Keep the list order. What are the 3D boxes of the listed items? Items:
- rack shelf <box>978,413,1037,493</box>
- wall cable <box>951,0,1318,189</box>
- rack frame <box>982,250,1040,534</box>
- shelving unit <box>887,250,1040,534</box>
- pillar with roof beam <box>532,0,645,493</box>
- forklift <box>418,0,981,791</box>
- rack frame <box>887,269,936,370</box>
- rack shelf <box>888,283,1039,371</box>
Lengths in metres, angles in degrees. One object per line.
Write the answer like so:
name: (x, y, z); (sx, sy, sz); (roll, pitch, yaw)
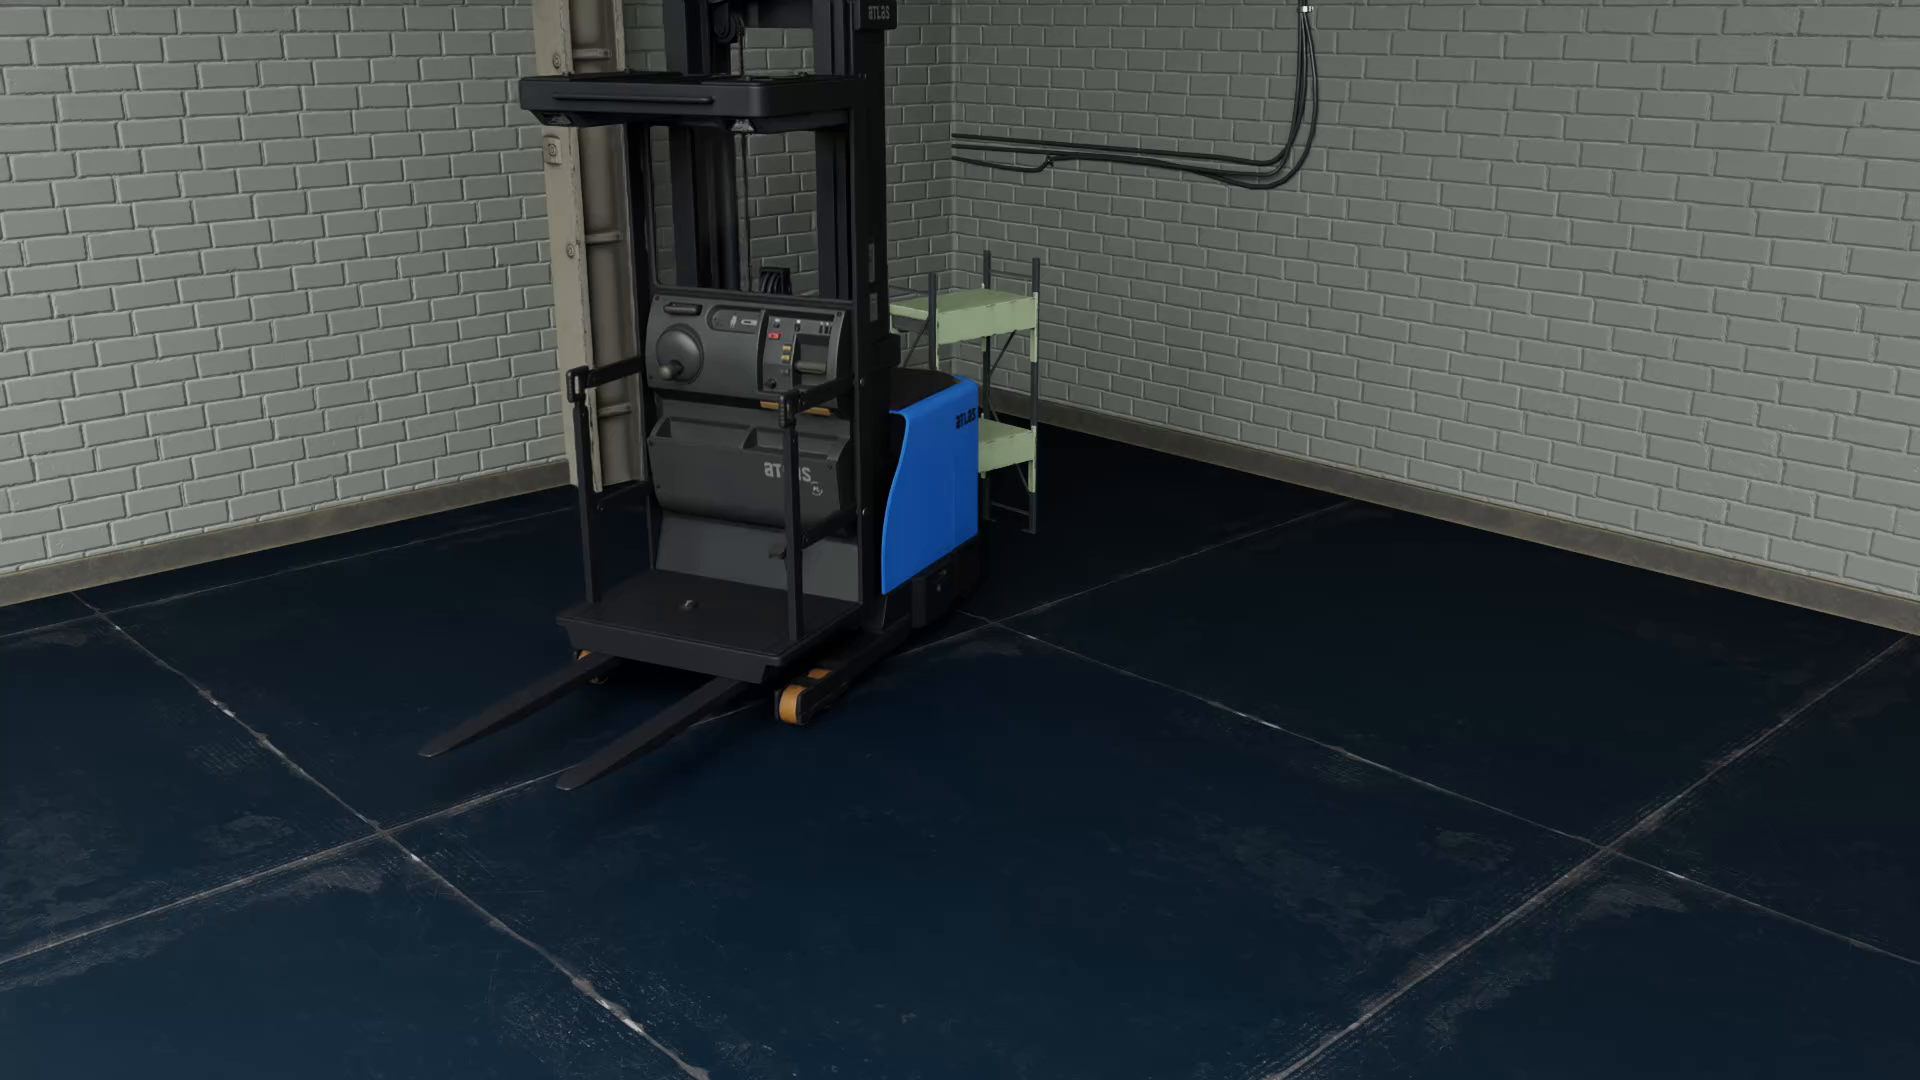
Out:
rack shelf: (0.005, -0.405, 8.858); (0.720, 0.370, 0.431); (-16, 24, -41)
wall cable: (0.926, -3.486, 10.180); (0.112, 2.526, 3.097); (-16, 24, -41)
rack frame: (0.271, -0.792, 8.997); (0.023, 1.500, 0.400); (-16, 24, -41)
shelving unit: (0.005, -0.715, 8.758); (0.755, 1.500, 0.431); (-16, 24, -41)
pillar with roof beam: (0.835, -3.670, 5.714); (0.400, 9.000, 9.100); (-16, 24, -41)
forklift: (-0.984, -0.800, 6.699); (1.130, 2.935, 3.031); (8, 20, 24)
rack frame: (-0.261, -0.637, 8.519); (0.023, 1.500, 0.400); (-16, 24, -41)
rack shelf: (0.005, -1.086, 8.637); (0.720, 0.370, 0.431); (-16, 24, -41)
